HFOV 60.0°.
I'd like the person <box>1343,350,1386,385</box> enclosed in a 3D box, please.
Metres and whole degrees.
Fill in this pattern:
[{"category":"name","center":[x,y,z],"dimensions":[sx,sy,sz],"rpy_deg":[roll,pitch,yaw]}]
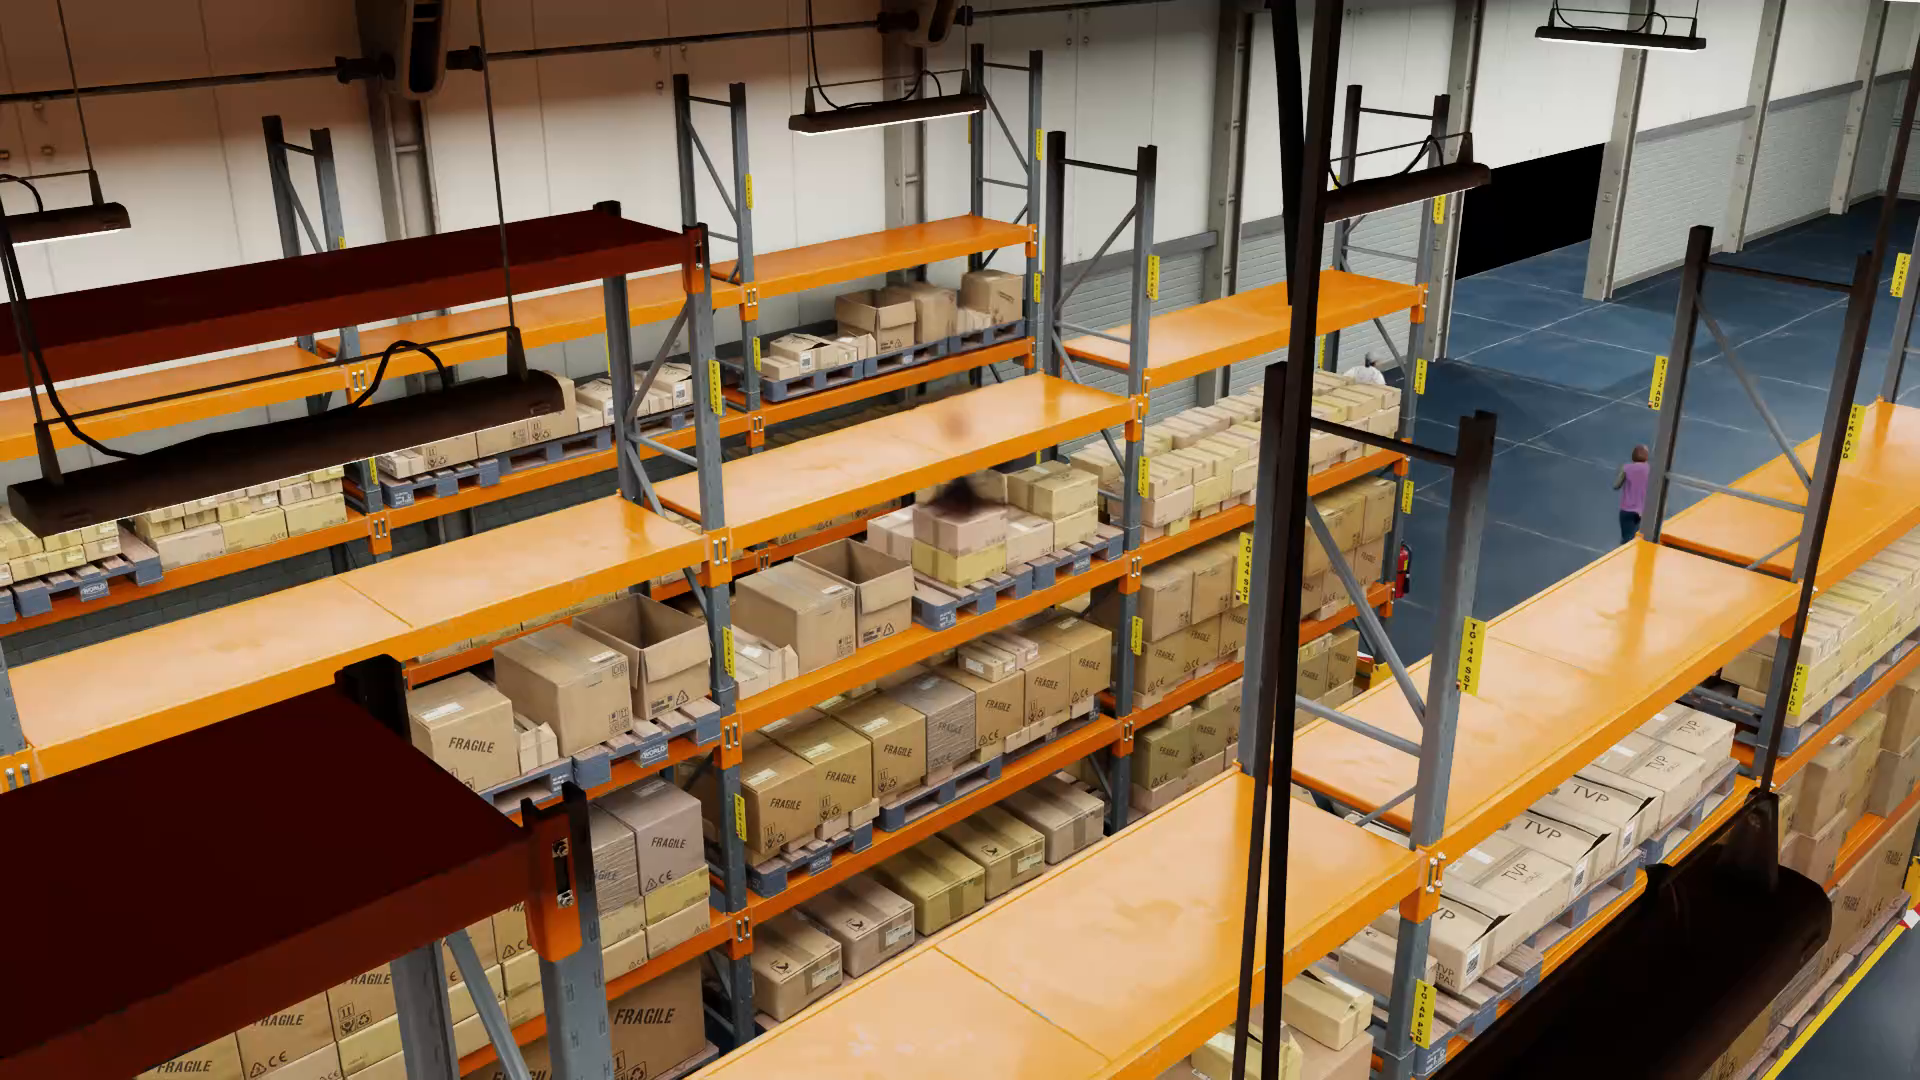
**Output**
[{"category":"person","center":[5.534,-1.766,22.993],"dimensions":[0.626,1.704,0.829],"rpy_deg":[19,29,39]}]

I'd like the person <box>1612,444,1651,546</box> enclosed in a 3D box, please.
[{"category":"person","center":[7.938,-0.307,19.557],"dimensions":[0.555,1.589,0.790],"rpy_deg":[4,23,9]}]
